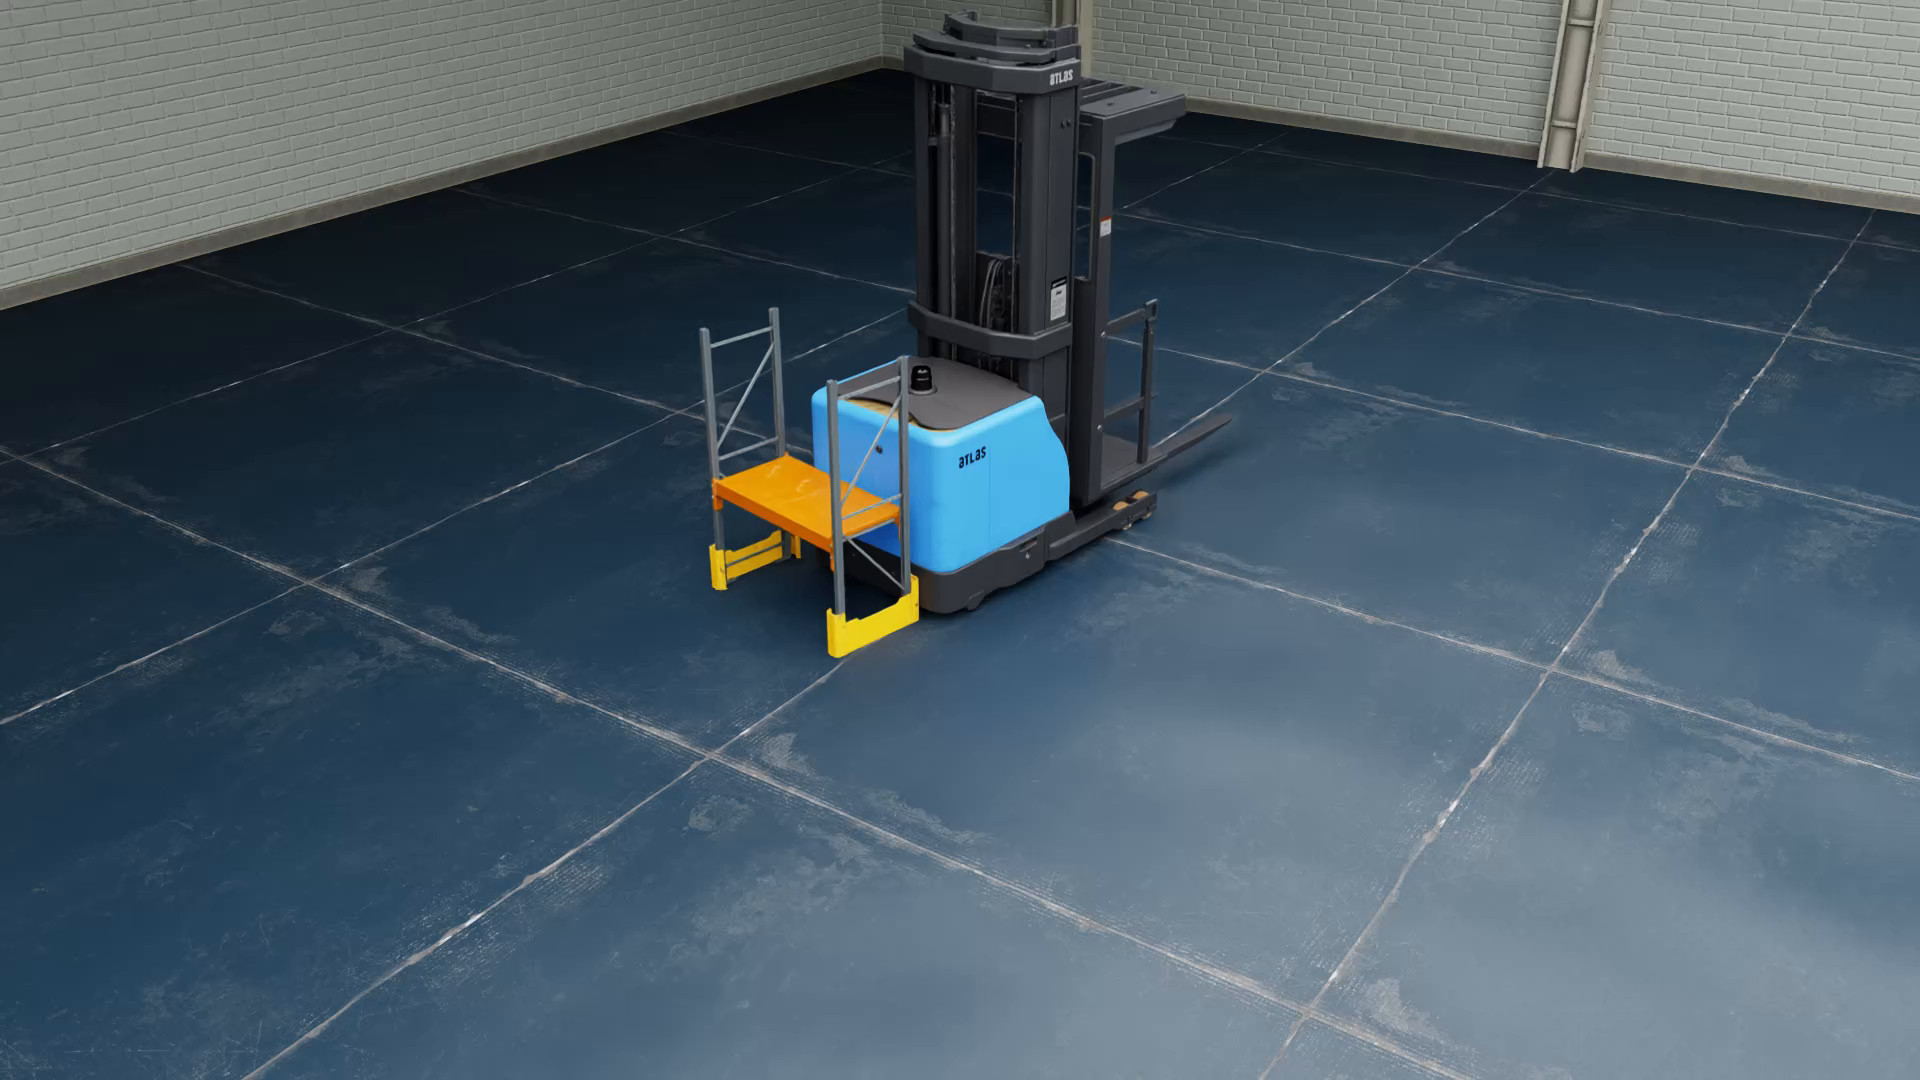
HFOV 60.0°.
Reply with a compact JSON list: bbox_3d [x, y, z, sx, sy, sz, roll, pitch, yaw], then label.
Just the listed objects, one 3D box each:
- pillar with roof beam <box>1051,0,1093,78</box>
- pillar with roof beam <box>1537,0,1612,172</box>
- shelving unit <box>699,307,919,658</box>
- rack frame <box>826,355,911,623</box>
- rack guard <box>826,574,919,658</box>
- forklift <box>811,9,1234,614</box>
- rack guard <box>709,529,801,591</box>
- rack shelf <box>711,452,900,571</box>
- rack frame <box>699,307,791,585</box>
[{"bbox_3d":[-1.087,-7.860,15.274,0.400,9.000,9.100,17,32,30],"label":"pillar with roof beam"},{"bbox_3d":[3.858,-6.319,12.246,0.400,9.000,9.100,17,32,30],"label":"pillar with roof beam"},{"bbox_3d":[-0.798,-0.325,8.735,0.587,1.500,1.083,-24,35,-38],"label":"shelving unit"},{"bbox_3d":[-0.450,-0.162,8.416,0.500,1.500,0.032,-24,35,-38],"label":"rack frame"},{"bbox_3d":[-0.451,0.394,8.700,0.587,0.250,0.087,-24,35,-38],"label":"rack guard"},{"bbox_3d":[0.535,-1.502,9.471,1.130,2.935,3.031,22,34,36],"label":"forklift"},{"bbox_3d":[-1.145,0.070,9.337,0.587,0.250,0.087,-24,35,-38],"label":"rack guard"},{"bbox_3d":[-0.804,-0.167,8.822,0.538,0.185,1.000,-24,35,-38],"label":"rack shelf"},{"bbox_3d":[-1.158,-0.493,9.065,0.500,1.500,0.032,-24,35,-38],"label":"rack frame"}]
